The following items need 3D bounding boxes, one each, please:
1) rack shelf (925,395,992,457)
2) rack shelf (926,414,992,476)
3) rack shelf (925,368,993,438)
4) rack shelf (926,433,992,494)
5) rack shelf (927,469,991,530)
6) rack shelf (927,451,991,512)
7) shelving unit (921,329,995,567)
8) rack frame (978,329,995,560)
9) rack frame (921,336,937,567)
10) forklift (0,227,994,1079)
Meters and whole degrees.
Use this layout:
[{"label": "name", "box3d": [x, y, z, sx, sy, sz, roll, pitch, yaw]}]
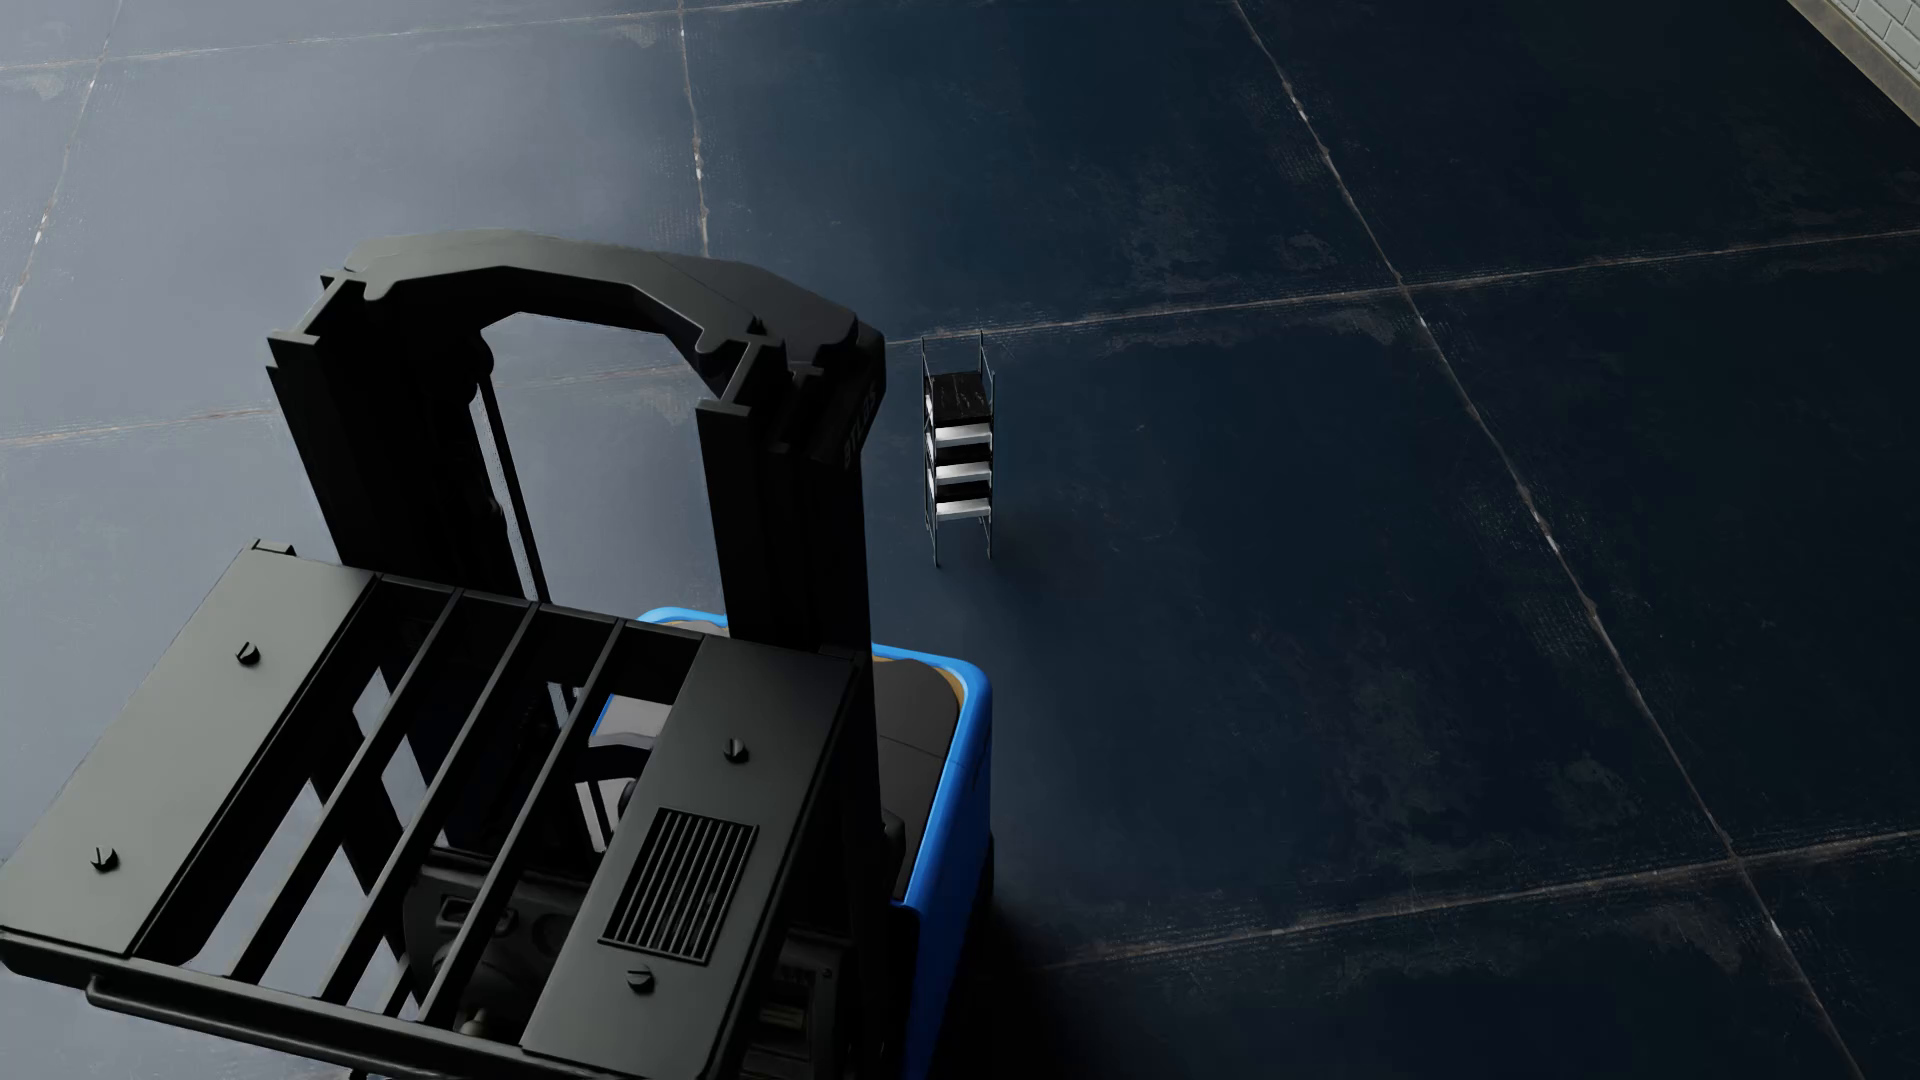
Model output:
[{"label": "rack shelf", "box3d": [-0.008, -0.413, 5.819, 0.200, 0.077, 0.258, -7, 46, -7]}, {"label": "rack shelf", "box3d": [-0.008, -0.351, 5.884, 0.200, 0.077, 0.258, -7, 46, -7]}, {"label": "rack shelf", "box3d": [-0.008, -0.475, 5.755, 0.200, 0.077, 0.258, -7, 46, -7]}, {"label": "rack shelf", "box3d": [-0.008, -0.288, 5.949, 0.200, 0.077, 0.258, -7, 46, -7]}, {"label": "rack shelf", "box3d": [-0.008, -0.163, 6.079, 0.200, 0.077, 0.258, -7, 46, -7]}, {"label": "rack shelf", "box3d": [-0.008, -0.226, 6.014, 0.200, 0.077, 0.258, -7, 46, -7]}, {"label": "shelving unit", "box3d": [-0.008, -0.311, 5.925, 0.210, 0.900, 0.258, -7, 46, -7]}, {"label": "rack frame", "box3d": [0.092, -0.324, 5.937, 0.006, 0.900, 0.240, -7, 46, -7]}, {"label": "rack frame", "box3d": [-0.108, -0.299, 5.913, 0.006, 0.900, 0.240, -7, 46, -7]}, {"label": "forklift", "box3d": [-0.742, 1.012, 3.239, 1.130, 2.935, 3.031, 10, 47, 9]}]
